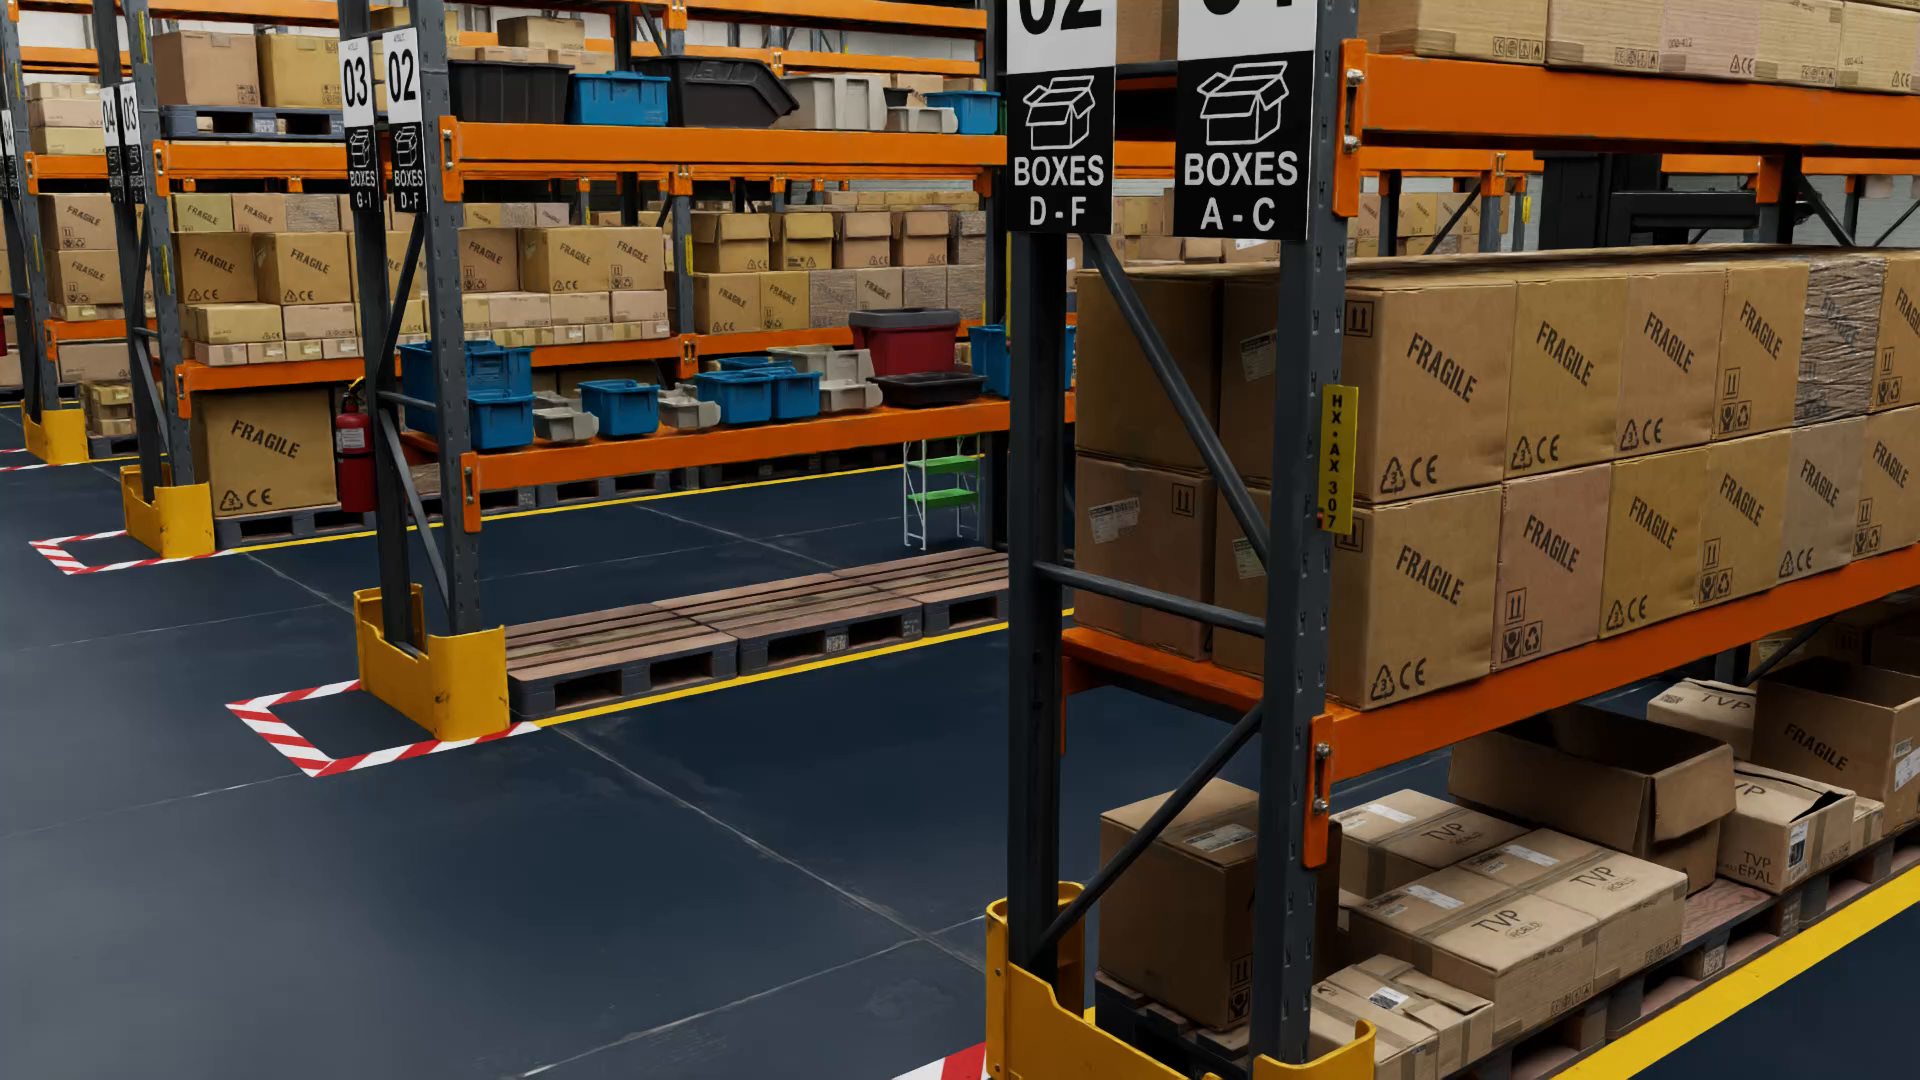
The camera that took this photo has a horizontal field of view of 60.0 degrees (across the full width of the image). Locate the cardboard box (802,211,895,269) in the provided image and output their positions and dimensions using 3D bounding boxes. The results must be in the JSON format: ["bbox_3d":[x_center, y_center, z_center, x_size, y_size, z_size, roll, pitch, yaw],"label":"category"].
[{"bbox_3d":[-1.061,-2.763,15.264,0.637,0.503,0.797,-9,15,-36],"label":"cardboard box"}]

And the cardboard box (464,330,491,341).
[{"bbox_3d":[-3.809,-1.554,12.829,0.250,0.149,0.380,-9,15,-37],"label":"cardboard box"}]

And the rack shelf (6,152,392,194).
[{"bbox_3d":[-7.155,-3.642,16.571,4.000,0.370,1.077,-9,15,-38],"label":"rack shelf"}]

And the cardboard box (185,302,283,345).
[{"bbox_3d":[-5.153,-1.540,11.807,0.500,0.250,0.500,-10,16,-39],"label":"cardboard box"}]

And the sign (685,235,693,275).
[{"bbox_3d":[-2.225,-2.341,13.658,0.005,0.325,0.100,-9,15,-38],"label":"sign"}]

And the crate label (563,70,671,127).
[{"bbox_3d":[-1.680,-2.108,7.973,0.502,0.251,0.408,-9,15,-38],"label":"crate label"}]

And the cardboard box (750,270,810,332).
[{"bbox_3d":[-1.666,-2.102,14.567,0.500,0.500,0.500,-9,15,-38],"label":"cardboard box"}]

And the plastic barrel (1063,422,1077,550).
[{"bbox_3d":[0.956,-0.412,10.890,0.708,0.901,0.600,-9,15,-38],"label":"plastic barrel"}]

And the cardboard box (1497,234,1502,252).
[{"bbox_3d":[6.350,-3.653,21.156,0.500,0.500,0.875,-9,15,-38],"label":"cardboard box"}]

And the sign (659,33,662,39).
[{"bbox_3d":[-5.273,-8.763,29.291,0.005,0.325,0.100,-9,15,-38],"label":"sign"}]

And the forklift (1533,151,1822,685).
[{"bbox_3d":[3.873,-0.805,8.865,3.031,2.935,1.130,9,15,37],"label":"forklift"}]

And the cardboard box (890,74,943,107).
[{"bbox_3d":[-0.500,-3.992,15.236,0.500,0.500,0.500,-8,15,-35],"label":"cardboard box"}]

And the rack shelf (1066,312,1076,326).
[{"bbox_3d":[2.112,-2.396,17.921,4.000,0.370,1.077,-9,15,-38],"label":"rack shelf"}]

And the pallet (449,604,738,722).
[{"bbox_3d":[-1.934,0.617,8.716,1.213,0.211,1.003,-9,15,-38],"label":"pallet"}]

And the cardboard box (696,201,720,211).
[{"bbox_3d":[-3.889,-5.170,25.726,0.250,0.149,0.380,-8,15,-35],"label":"cardboard box"}]

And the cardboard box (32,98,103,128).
[{"bbox_3d":[-8.204,-3.922,15.313,0.500,0.250,0.500,-9,15,-37],"label":"cardboard box"}]

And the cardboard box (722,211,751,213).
[{"bbox_3d":[-3.528,-4.786,25.480,0.500,0.500,0.500,-9,15,-36],"label":"cardboard box"}]

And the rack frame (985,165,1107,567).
[{"bbox_3d":[0.521,-1.166,10.396,0.127,3.000,1.000,-9,15,-38],"label":"rack frame"}]

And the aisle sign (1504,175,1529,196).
[{"bbox_3d":[7.033,-4.757,21.051,0.004,0.787,0.394,-9,15,-38],"label":"aisle sign"}]

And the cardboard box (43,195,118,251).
[{"bbox_3d":[-8.200,-2.966,15.512,0.500,0.500,0.500,-10,15,-38],"label":"cardboard box"}]

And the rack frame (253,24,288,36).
[{"bbox_3d":[-8.764,-6.511,21.126,0.127,3.000,1.000,-9,15,-38],"label":"rack frame"}]

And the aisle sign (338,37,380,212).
[{"bbox_3d":[-2.842,-1.956,7.862,0.004,0.787,0.394,-9,15,-38],"label":"aisle sign"}]

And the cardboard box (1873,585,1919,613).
[{"bbox_3d":[4.210,0.473,7.640,0.500,0.500,0.500,-9,15,-37],"label":"cardboard box"}]

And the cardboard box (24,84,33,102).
[{"bbox_3d":[-8.640,-4.192,15.624,0.250,0.149,0.380,-10,15,-38],"label":"cardboard box"}]

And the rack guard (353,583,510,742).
[{"bbox_3d":[-2.613,0.581,8.187,0.348,0.500,1.175,-9,15,-38],"label":"rack guard"}]

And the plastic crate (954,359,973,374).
[{"bbox_3d":[0.068,-1.029,10.242,0.243,0.136,0.396,-9,15,-38],"label":"plastic crate"}]

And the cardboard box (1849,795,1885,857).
[{"bbox_3d":[3.089,0.996,6.021,0.250,0.149,0.380,-9,15,-38],"label":"cardboard box"}]

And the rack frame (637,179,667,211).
[{"bbox_3d":[-5.621,-5.419,30.427,0.127,3.000,1.000,-9,15,-38],"label":"rack frame"}]

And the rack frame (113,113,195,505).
[{"bbox_3d":[-5.697,-1.450,11.735,0.127,3.000,1.000,-9,15,-38],"label":"rack frame"}]

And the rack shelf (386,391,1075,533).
[{"bbox_3d":[-1.041,-0.554,9.249,4.000,0.370,1.077,-9,15,-38],"label":"rack shelf"}]

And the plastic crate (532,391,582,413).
[{"bbox_3d":[-2.079,-0.682,8.610,0.243,0.136,0.396,-9,15,-38],"label":"plastic crate"}]

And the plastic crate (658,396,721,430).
[{"bbox_3d":[-1.372,-0.642,8.420,0.298,0.136,0.250,-9,15,-38],"label":"plastic crate"}]

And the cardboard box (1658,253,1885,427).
[{"bbox_3d":[2.587,-0.660,5.366,0.500,0.500,0.500,-9,15,-37],"label":"cardboard box"}]

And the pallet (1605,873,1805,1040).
[{"bbox_3d":[2.122,1.251,5.731,1.213,0.211,1.003,-9,15,-38],"label":"pallet"}]

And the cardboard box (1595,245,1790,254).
[{"bbox_3d":[2.666,-0.817,6.107,0.500,0.500,0.500,-10,16,-39],"label":"cardboard box"}]

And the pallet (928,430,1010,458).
[{"bbox_3d":[-0.113,-1.034,16.489,1.213,0.211,1.003,-9,15,-38],"label":"pallet"}]

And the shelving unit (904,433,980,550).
[{"bbox_3d":[-0.129,-0.565,11.903,0.503,1.200,0.258,-9,15,-38],"label":"shelving unit"}]

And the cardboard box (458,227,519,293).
[{"bbox_3d":[-3.900,-2.256,13.372,0.500,0.500,0.500,-10,16,-39],"label":"cardboard box"}]

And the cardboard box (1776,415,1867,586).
[{"bbox_3d":[2.581,-0.170,5.467,0.500,0.500,0.500,-9,15,-36],"label":"cardboard box"}]

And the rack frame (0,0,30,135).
[{"bbox_3d":[-8.716,-5.202,14.962,0.127,3.000,1.000,-9,15,-38],"label":"rack frame"}]

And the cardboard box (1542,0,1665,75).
[{"bbox_3d":[1.447,-1.325,4.285,0.500,0.250,0.500,-9,15,-38],"label":"cardboard box"}]

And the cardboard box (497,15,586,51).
[{"bbox_3d":[-3.312,-3.985,13.156,0.500,0.250,0.500,-11,16,-41],"label":"cardboard box"}]

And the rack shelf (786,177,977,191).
[{"bbox_3d":[-0.956,-5.989,27.623,4.000,0.370,1.077,-9,15,-38],"label":"rack shelf"}]

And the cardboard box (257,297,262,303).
[{"bbox_3d":[-5.088,-1.694,12.528,0.500,0.250,0.500,-10,15,-39],"label":"cardboard box"}]

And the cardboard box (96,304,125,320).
[{"bbox_3d":[-8.086,-2.173,15.746,0.250,0.149,0.380,-9,15,-36],"label":"cardboard box"}]

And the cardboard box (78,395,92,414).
[{"bbox_3d":[-8.483,-1.339,16.347,0.250,0.149,0.380,-10,16,-39],"label":"cardboard box"}]
